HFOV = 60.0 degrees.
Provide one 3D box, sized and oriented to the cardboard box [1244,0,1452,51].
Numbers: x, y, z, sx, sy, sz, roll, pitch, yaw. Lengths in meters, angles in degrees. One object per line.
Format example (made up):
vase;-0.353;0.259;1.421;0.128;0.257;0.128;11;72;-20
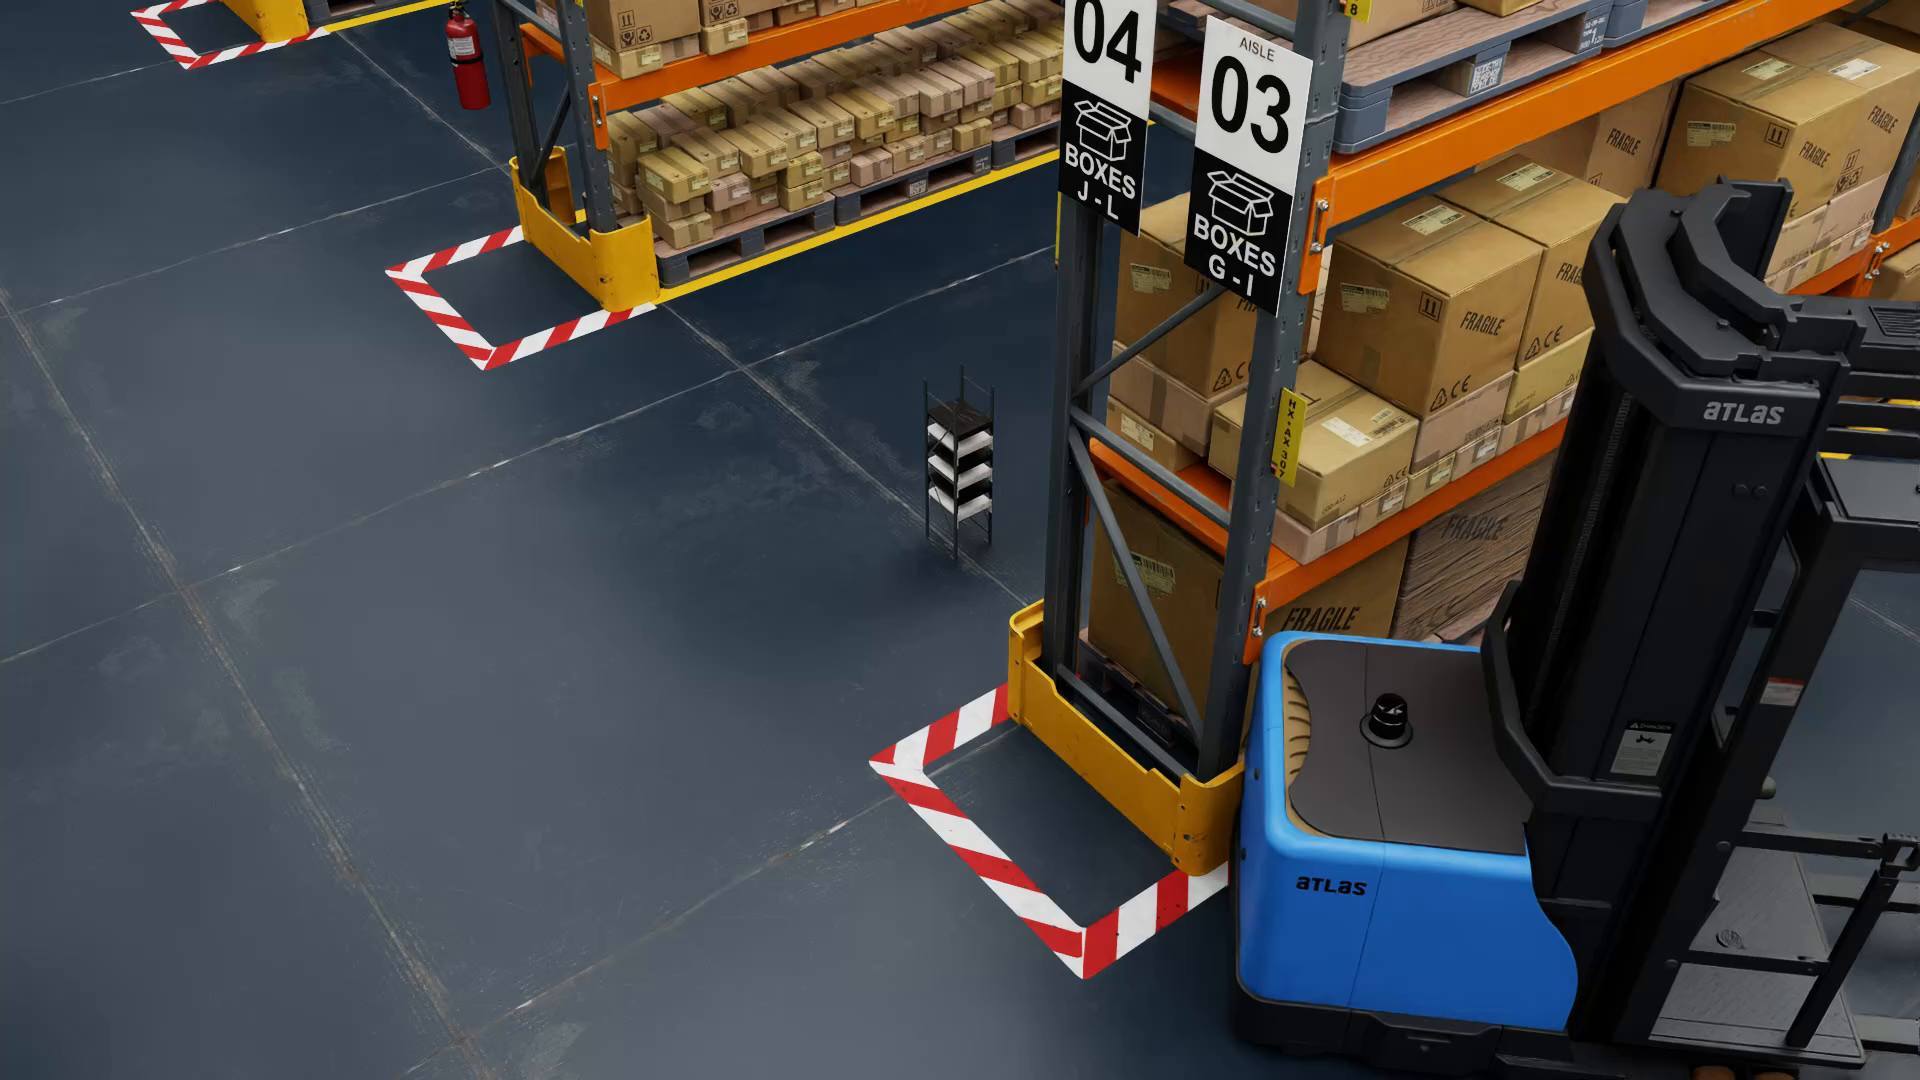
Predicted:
cardboard box;1.064;-1.859;4.931;0.500;0.500;0.700;-29;47;-31

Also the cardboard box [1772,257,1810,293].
cardboard box;3.407;-1.200;7.179;0.250;0.149;0.380;-27;46;-29

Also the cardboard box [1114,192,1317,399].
cardboard box;0.911;-0.900;5.907;0.500;0.500;0.500;-25;46;-28

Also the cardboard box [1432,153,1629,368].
cardboard box;2.033;-1.025;6.061;0.500;0.500;0.500;-27;47;-29

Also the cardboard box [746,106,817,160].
cardboard box;-1.066;-2.425;9.922;0.250;0.149;0.380;-28;47;-30

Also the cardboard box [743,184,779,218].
cardboard box;-1.297;-2.109;10.006;0.250;0.149;0.380;-25;46;-28

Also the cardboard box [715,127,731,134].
cardboard box;-1.602;-2.490;10.236;0.250;0.149;0.380;-28;47;-30

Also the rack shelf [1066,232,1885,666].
rack shelf;2.271;-0.727;6.972;4.000;0.370;1.077;-26;46;-28

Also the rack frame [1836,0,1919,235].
rack frame;3.856;-1.778;7.686;0.127;3.000;1.000;-26;46;-28

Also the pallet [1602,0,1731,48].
pallet;2.235;-2.124;5.812;1.213;0.211;1.003;-26;46;-28

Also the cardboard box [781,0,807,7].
cardboard box;-0.928;-3.356;9.297;0.500;0.500;0.500;-25;46;-28

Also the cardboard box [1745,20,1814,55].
cardboard box;3.321;-2.068;7.332;0.500;0.500;0.500;-26;46;-28

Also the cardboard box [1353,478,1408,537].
cardboard box;1.370;-0.206;5.968;0.250;0.149;0.380;-27;46;-29

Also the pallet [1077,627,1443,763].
pallet;1.271;0.498;7.111;1.213;0.211;1.003;-26;46;-28

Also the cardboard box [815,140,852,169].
cardboard box;-0.872;-2.426;10.157;0.250;0.149;0.380;-28;47;-30

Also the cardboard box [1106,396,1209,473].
cardboard box;0.766;-0.438;6.251;0.250;0.149;0.380;-25;46;-27

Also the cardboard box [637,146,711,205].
cardboard box;-1.635;-2.087;9.511;0.250;0.149;0.380;-28;47;-30

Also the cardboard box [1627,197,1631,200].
cardboard box;2.519;-1.392;7.100;0.500;0.250;0.500;-25;45;-27

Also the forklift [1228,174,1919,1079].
forklift;2.487;0.430;5.049;3.031;2.935;1.130;5;40;6

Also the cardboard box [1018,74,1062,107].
cardboard box;0.449;-2.982;10.835;0.250;0.149;0.380;-28;47;-29

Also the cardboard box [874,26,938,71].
cardboard box;-0.355;-3.204;10.872;0.250;0.149;0.380;-25;46;-27

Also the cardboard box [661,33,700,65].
cardboard box;-1.624;-2.748;9.066;0.250;0.149;0.380;-24;45;-27

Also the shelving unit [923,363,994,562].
shelving unit;-0.006;-0.345;7.594;0.210;0.900;0.258;-26;46;-28

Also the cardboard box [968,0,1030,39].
cardboard box;0.260;-3.496;11.228;0.250;0.149;0.380;-24;45;-26

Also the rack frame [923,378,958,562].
rack frame;-0.087;-0.305;7.546;0.006;0.900;0.240;-26;46;-28

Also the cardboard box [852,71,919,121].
cardboard box;-0.463;-2.751;10.320;0.250;0.149;0.380;-26;46;-28

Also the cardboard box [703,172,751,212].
cardboard box;-1.434;-2.092;9.750;0.250;0.149;0.380;-26;46;-28

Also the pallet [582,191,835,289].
pallet;-1.532;-2.013;10.171;1.213;0.211;1.003;-26;46;-28

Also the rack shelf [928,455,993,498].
rack shelf;-0.006;-0.319;7.615;0.200;0.077;0.258;-26;46;-28

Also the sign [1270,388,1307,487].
sign;1.018;-0.316;5.159;0.005;0.325;0.100;-26;46;-28

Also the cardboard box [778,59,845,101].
cardboard box;-0.930;-2.866;10.460;0.250;0.149;0.380;-28;47;-29

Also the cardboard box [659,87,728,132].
cardboard box;-1.630;-2.620;10.160;0.250;0.149;0.380;-27;46;-29

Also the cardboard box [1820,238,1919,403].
cardboard box;4.352;-1.376;8.540;0.875;0.875;1.225;-26;46;-28

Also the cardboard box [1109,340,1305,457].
cardboard box;0.907;-0.610;6.146;0.500;0.250;0.500;-27;46;-29

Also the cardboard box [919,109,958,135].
cardboard box;-0.224;-2.732;10.531;0.250;0.149;0.380;-28;47;-30

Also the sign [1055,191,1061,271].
sign;0.365;-1.050;5.698;0.005;0.325;0.100;-26;46;-28

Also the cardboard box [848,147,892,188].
cardboard box;-0.632;-2.352;10.302;0.250;0.149;0.380;-28;47;-30

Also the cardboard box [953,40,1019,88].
cardboard box;0.166;-3.054;10.688;0.250;0.149;0.380;-24;45;-27

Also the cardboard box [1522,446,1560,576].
cardboard box;2.571;-0.556;7.541;0.875;0.875;0.875;-26;46;-28

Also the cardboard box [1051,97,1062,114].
cardboard box;0.554;-2.990;11.080;0.250;0.149;0.380;-25;45;-27

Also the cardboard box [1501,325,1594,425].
cardboard box;2.039;-0.736;6.299;0.500;0.250;0.500;-28;47;-29

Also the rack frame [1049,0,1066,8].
rack frame;0.914;-4.311;10.774;0.127;3.000;1.000;-26;46;-28

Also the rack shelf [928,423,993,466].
rack shelf;-0.006;-0.458;7.501;0.200;0.077;0.258;-26;46;-28

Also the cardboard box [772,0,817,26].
cardboard box;-1.026;-3.087;9.479;0.250;0.149;0.380;-26;46;-28

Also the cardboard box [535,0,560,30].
cardboard box;-2.171;-2.937;9.296;0.250;0.149;0.380;-26;46;-28

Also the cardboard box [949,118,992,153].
cardboard box;-0.010;-2.649;10.664;0.250;0.149;0.380;-26;46;-28

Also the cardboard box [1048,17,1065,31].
cardboard box;0.791;-3.333;11.029;0.250;0.149;0.380;-25;45;-27

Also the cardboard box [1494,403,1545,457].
cardboard box;1.981;-0.504;6.331;0.250;0.149;0.380;-27;46;-29

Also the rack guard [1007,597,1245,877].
rack guard;0.666;0.744;6.583;0.348;0.500;1.175;-26;46;-28
